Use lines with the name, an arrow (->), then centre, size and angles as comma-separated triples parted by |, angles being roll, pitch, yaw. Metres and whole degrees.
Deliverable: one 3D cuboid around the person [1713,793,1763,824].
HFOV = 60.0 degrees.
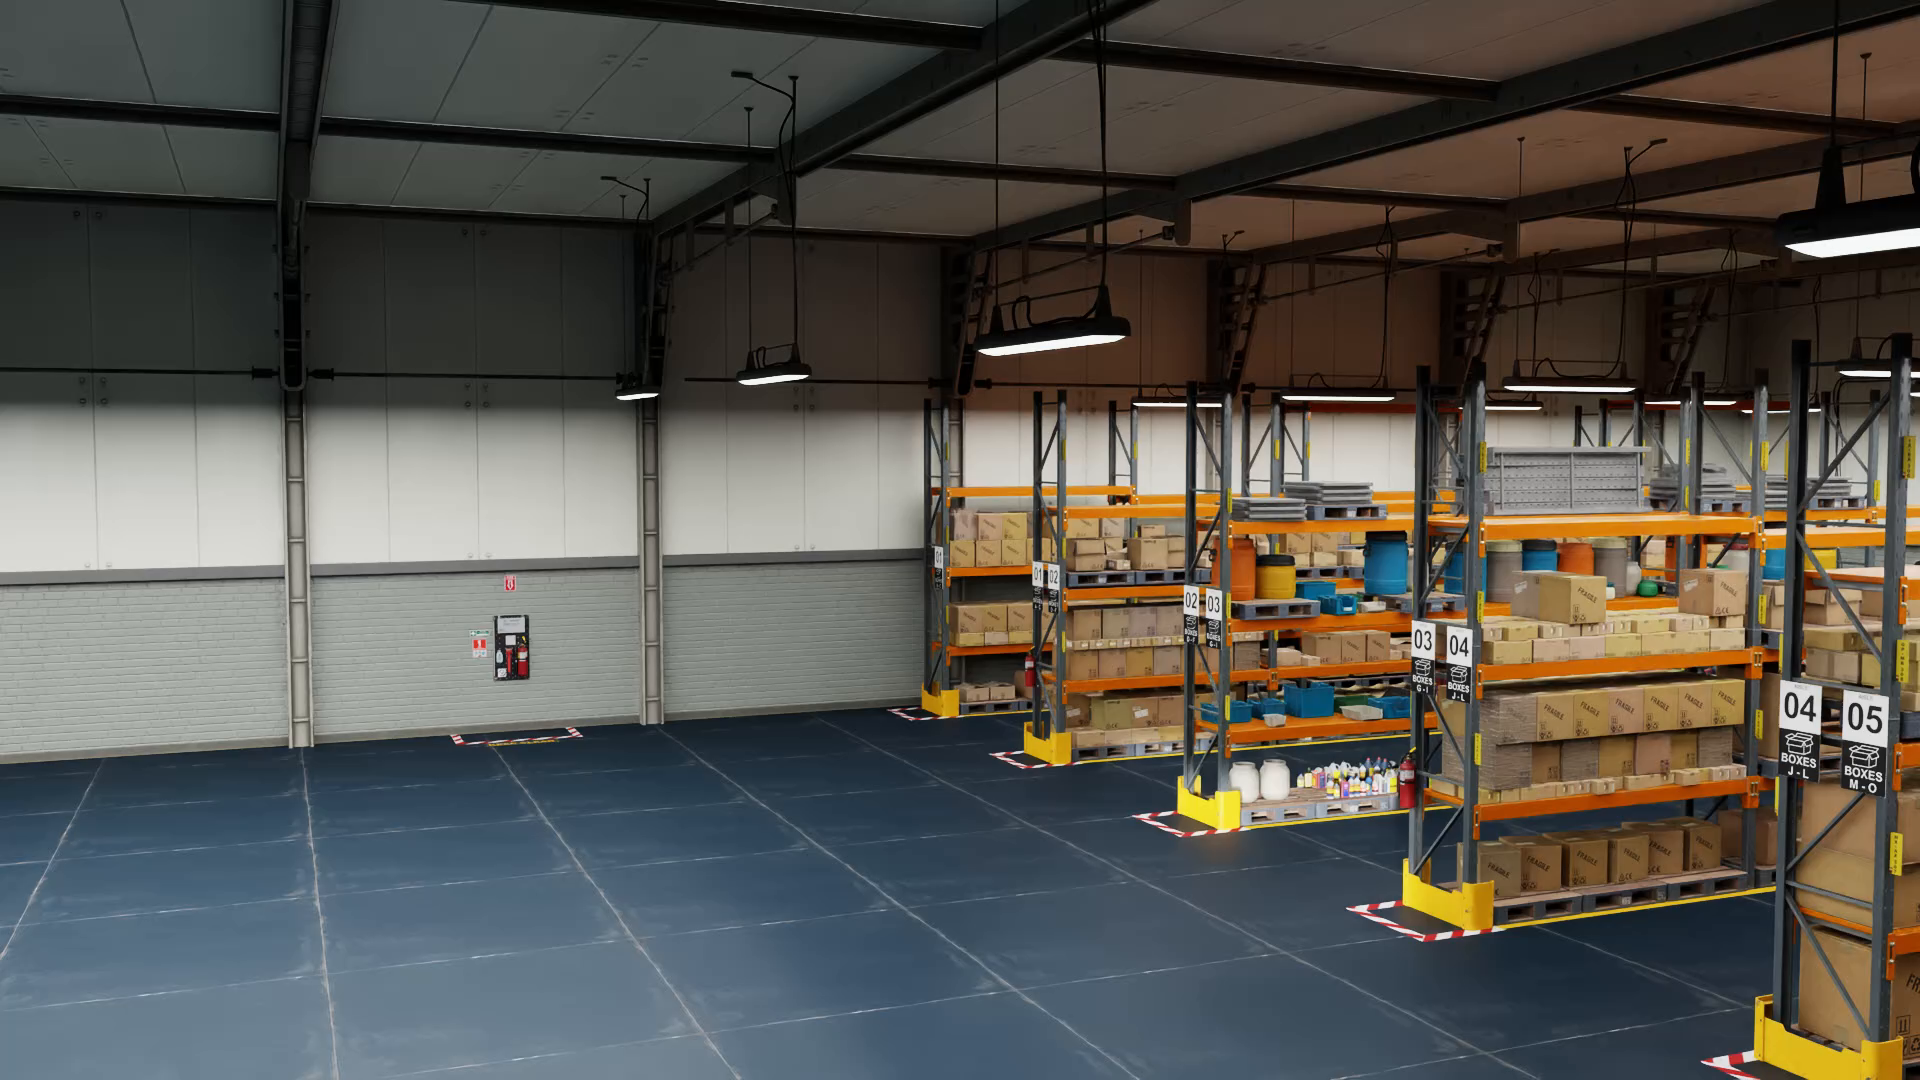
person -> 10.301, 3.055, 21.973 | 0.863, 1.598, 0.442 | -2, 4, -24
